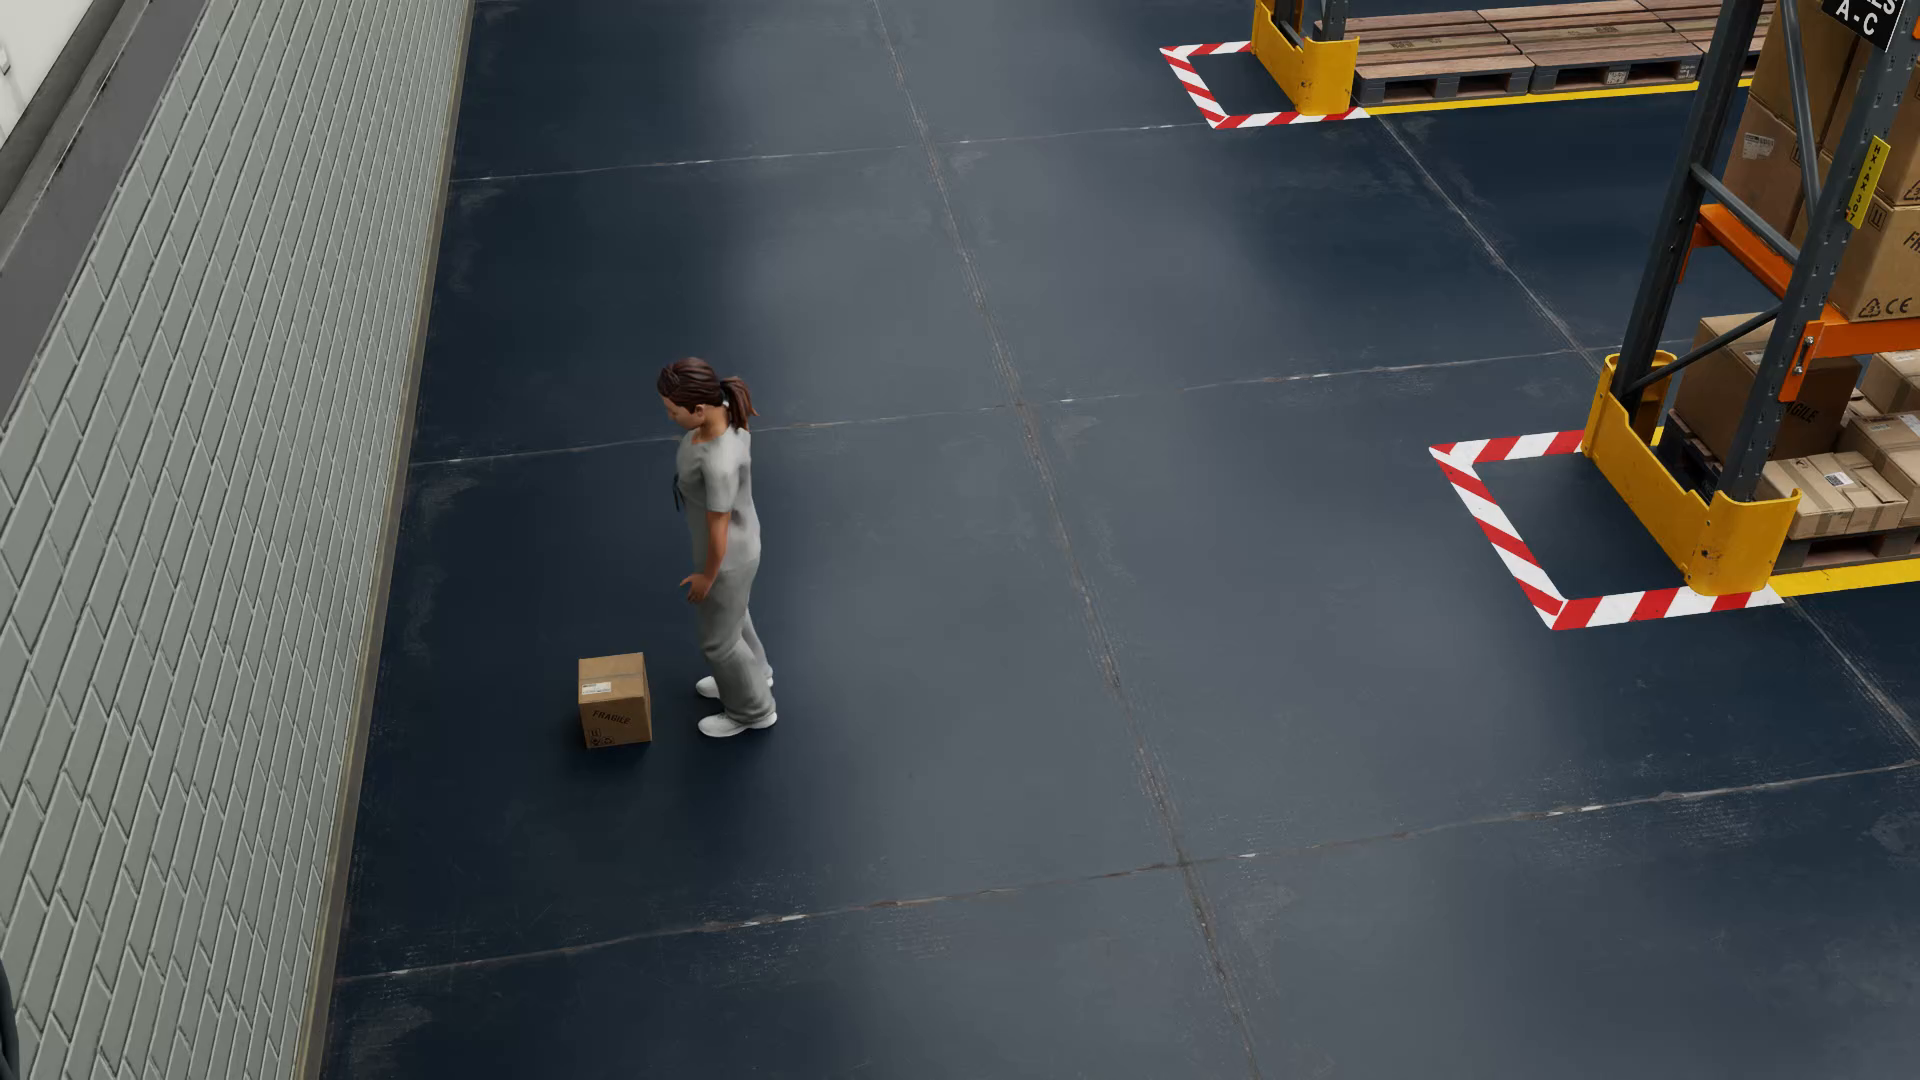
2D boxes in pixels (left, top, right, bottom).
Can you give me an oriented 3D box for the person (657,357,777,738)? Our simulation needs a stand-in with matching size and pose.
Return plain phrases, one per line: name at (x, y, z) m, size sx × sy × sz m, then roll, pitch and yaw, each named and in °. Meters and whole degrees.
person at (-0.869, 0.039, 6.120) m, size 0.353 × 1.665 × 0.447 m, roll -6°, pitch 39°, yaw -7°
